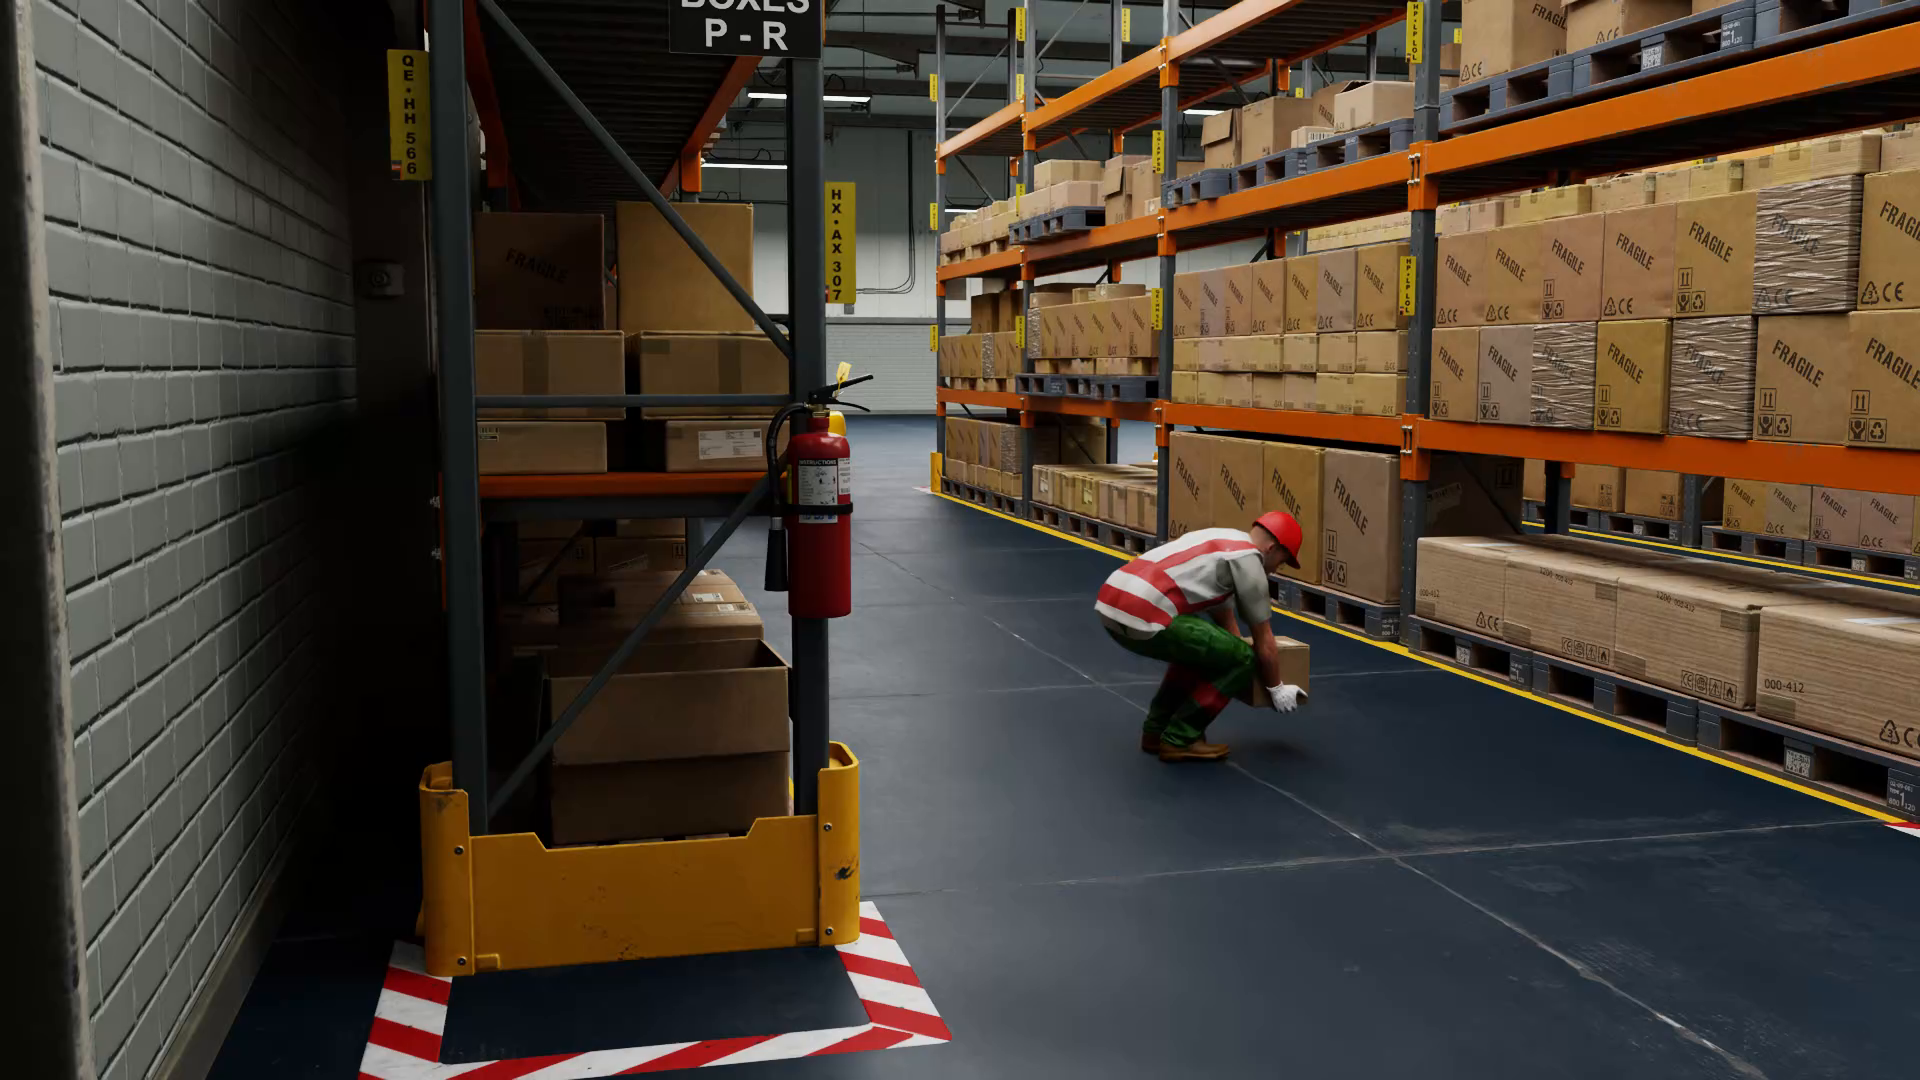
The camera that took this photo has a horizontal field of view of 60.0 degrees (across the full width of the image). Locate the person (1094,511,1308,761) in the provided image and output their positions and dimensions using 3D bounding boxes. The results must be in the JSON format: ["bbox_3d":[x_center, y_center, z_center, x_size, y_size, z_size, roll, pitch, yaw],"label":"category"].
[{"bbox_3d":[1.005,0.389,6.886,0.907,0.999,0.531,-2,6,-16],"label":"person"}]
